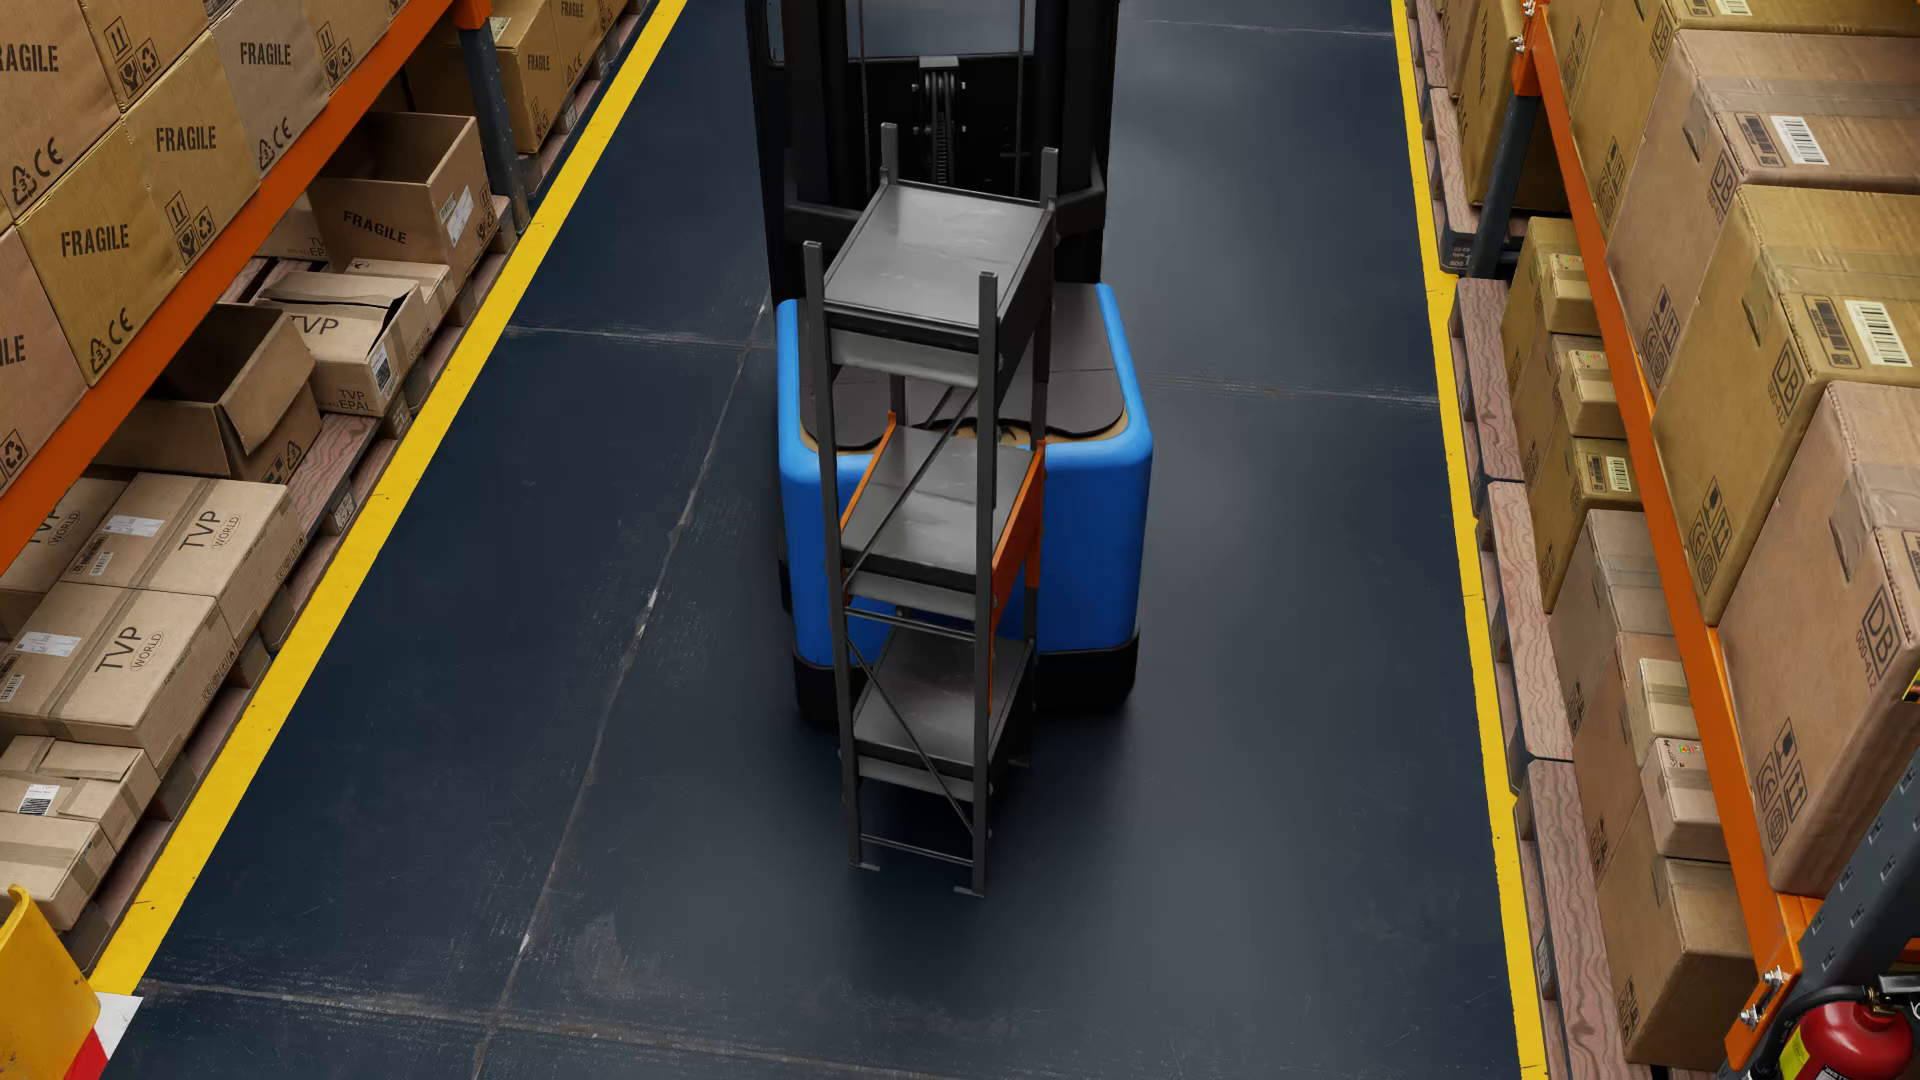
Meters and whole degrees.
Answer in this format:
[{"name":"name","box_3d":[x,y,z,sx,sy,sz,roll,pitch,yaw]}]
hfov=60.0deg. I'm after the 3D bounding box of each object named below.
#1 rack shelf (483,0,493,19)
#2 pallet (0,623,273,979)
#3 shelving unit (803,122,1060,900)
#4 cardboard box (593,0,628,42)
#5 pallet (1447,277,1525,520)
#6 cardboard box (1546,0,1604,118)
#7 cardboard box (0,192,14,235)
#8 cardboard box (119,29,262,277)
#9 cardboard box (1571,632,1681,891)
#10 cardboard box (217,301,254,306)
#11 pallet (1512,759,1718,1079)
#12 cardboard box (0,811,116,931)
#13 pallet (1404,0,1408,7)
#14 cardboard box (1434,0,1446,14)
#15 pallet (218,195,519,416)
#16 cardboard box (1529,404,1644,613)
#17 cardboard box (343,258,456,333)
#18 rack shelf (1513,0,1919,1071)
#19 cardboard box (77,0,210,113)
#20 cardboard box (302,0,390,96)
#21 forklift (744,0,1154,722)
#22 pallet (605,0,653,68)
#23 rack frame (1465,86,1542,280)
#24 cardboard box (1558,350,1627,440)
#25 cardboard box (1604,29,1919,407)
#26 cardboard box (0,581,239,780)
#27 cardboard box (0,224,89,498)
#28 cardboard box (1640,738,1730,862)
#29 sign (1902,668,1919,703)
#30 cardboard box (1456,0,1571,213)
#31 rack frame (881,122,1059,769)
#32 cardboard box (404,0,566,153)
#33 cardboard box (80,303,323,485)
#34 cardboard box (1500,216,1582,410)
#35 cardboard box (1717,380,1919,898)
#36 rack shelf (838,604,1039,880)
[{"name":"rack shelf","box_3d":[-2.098,-3.579,7.872,1.077,0.370,4.000,5,44,6]},{"name":"pallet","box_3d":[-2.776,0.666,4.893,1.003,0.211,1.213,5,44,6]},{"name":"shelving unit","box_3d":[-0.051,0.046,4.174,0.431,2.100,0.503,12,45,12]},{"name":"cardboard box","box_3d":[-1.924,-2.742,7.962,0.500,0.500,0.500,6,44,6]},{"name":"pallet","box_3d":[2.370,-0.506,6.131,1.003,0.211,1.213,5,44,6]},{"name":"cardboard box","box_3d":[2.461,-1.771,5.220,0.980,0.700,0.700,6,44,6]},{"name":"cardboard box","box_3d":[-2.509,-0.786,3.599,0.500,0.500,0.500,6,44,6]},{"name":"cardboard box","box_3d":[-2.371,-1.101,4.658,0.500,0.500,0.500,6,44,6]},{"name":"cardboard box","box_3d":[2.079,0.624,4.422,0.700,0.500,0.500,5,44,5]},{"name":"cardboard box","box_3d":[-2.737,-0.752,6.103,0.380,0.166,0.250,5,44,6]},{"name":"pallet","box_3d":[2.048,1.157,4.375,1.003,0.211,1.213,5,44,6]},{"name":"cardboard box","box_3d":[-2.495,0.870,4.403,0.380,0.149,0.250,5,44,6]},{"name":"pallet","box_3d":[2.898,-3.213,8.990,1.003,0.211,1.213,5,44,6]},{"name":"cardboard box","box_3d":[2.728,-3.042,8.039,0.750,0.750,0.750,5,44,5]},{"name":"pallet","box_3d":[-2.454,-0.997,6.650,1.003,0.211,1.213,5,44,6]},{"name":"cardboard box","box_3d":[2.208,-0.083,5.168,0.700,0.500,0.500,6,44,6]},{"name":"cardboard box","box_3d":[-2.146,-0.927,6.301,0.380,0.149,0.250,5,44,6]},{"name":"rack shelf","box_3d":[2.284,-0.406,4.520,1.077,0.370,4.000,5,44,6]},{"name":"cardboard box","box_3d":[-2.372,-1.473,4.324,0.500,0.500,0.500,5,44,5]},{"name":"cardboard box","box_3d":[-2.241,-1.798,5.395,0.500,0.500,0.500,6,44,7]},{"name":"forklift","box_3d":[-0.104,-1.521,5.224,1.130,2.935,3.031,-3,44,-4]},{"name":"pallet","box_3d":[-2.133,-2.857,8.613,1.003,0.211,1.213,5,44,6]},{"name":"rack frame","box_3d":[2.549,-2.030,5.712,1.000,3.000,0.127,5,44,6]},{"name":"cardboard box","box_3d":[2.053,-0.437,5.071,0.380,0.149,0.250,4,44,4]},{"name":"cardboard box","box_3d":[2.272,-0.777,4.171,0.980,0.700,0.700,3,44,3]},{"name":"cardboard box","box_3d":[-2.472,0.402,4.824,0.500,0.250,0.500,5,44,6]},{"name":"cardboard box","box_3d":[-2.508,-0.418,3.937,0.500,0.500,0.500,5,44,5]},{"name":"cardboard box","box_3d":[1.849,0.626,3.948,0.380,0.149,0.250,5,44,5]},{"name":"sign","box_3d":[1.484,0.131,2.416,0.100,0.325,0.005,5,44,6]},{"name":"cardboard box","box_3d":[2.506,-1.857,6.787,0.750,0.750,0.750,6,44,6]},{"name":"rack frame","box_3d":[0.018,-0.115,4.344,0.400,2.100,0.015,12,45,12]},{"name":"cardboard box","box_3d":[-2.057,-2.037,7.218,0.500,0.500,0.500,3,44,4]},{"name":"cardboard box","box_3d":[-2.605,-0.450,5.539,0.797,0.503,0.637,5,44,6]},{"name":"cardboard box","box_3d":[2.348,-0.774,5.899,0.700,0.500,0.500,6,44,6]},{"name":"cardboard box","box_3d":[2.077,0.239,3.098,0.980,0.700,0.700,7,44,7]},{"name":"rack shelf","box_3d":[-0.052,0.563,4.665,0.431,0.518,0.480,12,45,12]}]
